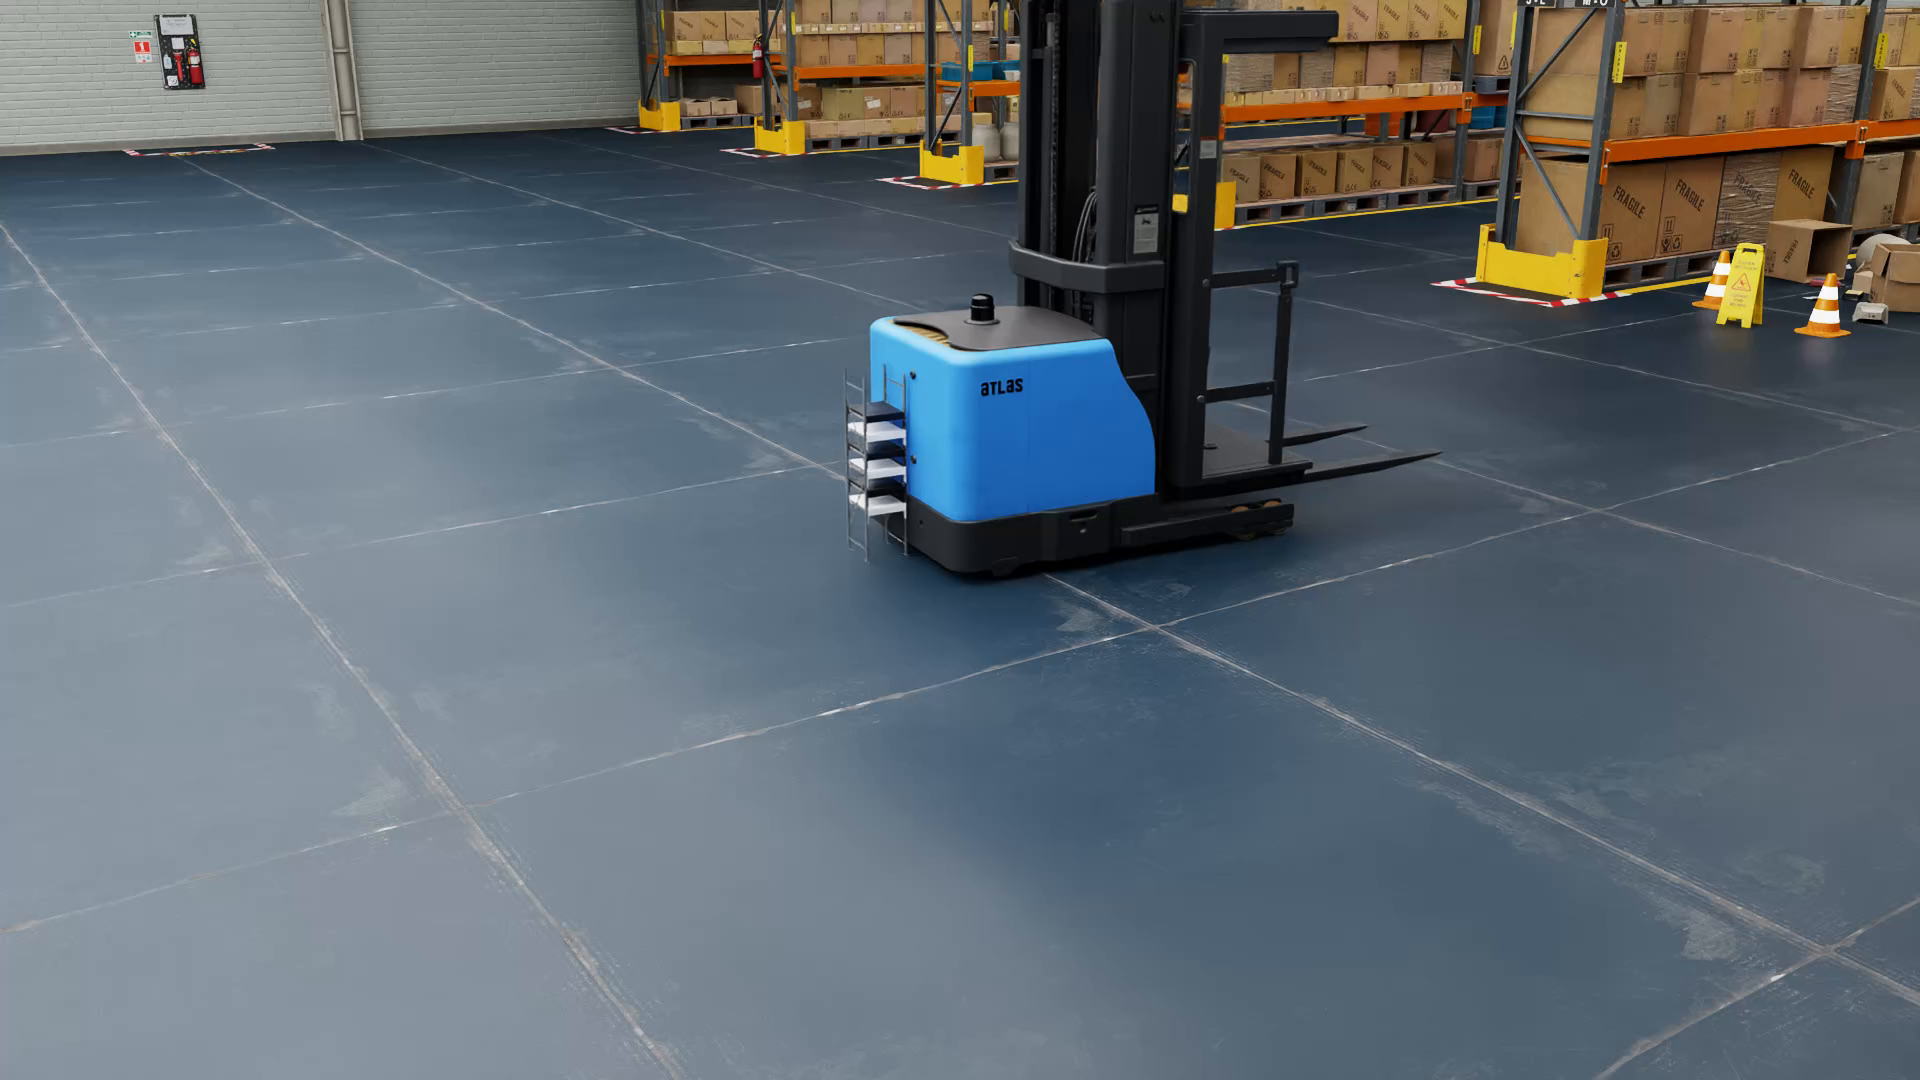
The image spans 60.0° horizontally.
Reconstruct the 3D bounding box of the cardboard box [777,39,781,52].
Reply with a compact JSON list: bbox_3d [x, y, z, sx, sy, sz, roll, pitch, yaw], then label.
[{"bbox_3d":[-3.327,-9.315,31.318,0.500,0.250,0.500,-12,22,-32],"label":"cardboard box"}]

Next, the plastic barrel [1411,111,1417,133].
[{"bbox_3d":[7.345,-7.009,27.521,0.421,0.512,0.421,0,19,0],"label":"plastic barrel"}]

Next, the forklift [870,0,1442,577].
[{"bbox_3d":[1.100,-1.528,8.189,3.031,2.935,1.130,-9,21,-25],"label":"forklift"}]

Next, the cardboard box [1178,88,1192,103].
[{"bbox_3d":[2.691,-5.027,18.822,0.250,0.149,0.380,-12,22,-31],"label":"cardboard box"}]

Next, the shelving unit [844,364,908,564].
[{"bbox_3d":[-0.400,-0.362,7.911,0.210,0.900,0.258,-9,21,-25],"label":"shelving unit"}]

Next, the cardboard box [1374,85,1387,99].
[{"bbox_3d":[4.818,-5.302,19.638,0.250,0.149,0.380,-12,22,-31],"label":"cardboard box"}]

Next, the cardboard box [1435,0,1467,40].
[{"bbox_3d":[5.682,-6.254,19.878,0.500,0.500,0.500,-12,22,-31],"label":"cardboard box"}]

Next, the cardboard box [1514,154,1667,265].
[{"bbox_3d":[5.740,-3.025,15.172,0.875,0.875,0.875,-12,22,-31],"label":"cardboard box"}]

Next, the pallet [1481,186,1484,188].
[{"bbox_3d":[7.576,-4.778,22.047,1.213,0.211,1.003,-12,22,-31],"label":"pallet"}]

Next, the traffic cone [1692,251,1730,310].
[{"bbox_3d":[6.434,-2.208,14.053,0.334,0.463,0.336,-12,22,-31],"label":"traffic cone"}]

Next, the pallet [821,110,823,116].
[{"bbox_3d":[-2.807,-8.271,32.380,1.213,0.211,1.003,-12,22,-31],"label":"pallet"}]

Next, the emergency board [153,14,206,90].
[{"bbox_3d":[-12.594,-7.888,26.893,0.643,1.169,0.194,-12,22,-31],"label":"emergency board"}]

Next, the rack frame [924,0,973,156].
[{"bbox_3d":[-0.158,-6.365,22.389,0.127,3.000,1.000,-12,22,-31],"label":"rack frame"}]

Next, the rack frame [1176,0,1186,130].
[{"bbox_3d":[3.802,-9.100,30.478,0.127,3.000,1.000,-12,22,-31],"label":"rack frame"}]

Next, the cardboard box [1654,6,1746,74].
[{"bbox_3d":[6.492,-4.517,15.003,0.550,0.550,0.875,-12,22,-31],"label":"cardboard box"}]

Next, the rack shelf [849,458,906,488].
[{"bbox_3d":[-0.400,-0.331,7.922,0.200,0.077,0.258,-9,21,-25],"label":"rack shelf"}]

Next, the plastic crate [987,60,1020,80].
[{"bbox_3d":[0.641,-6.576,23.244,0.408,0.251,0.499,-12,22,-31],"label":"plastic crate"}]

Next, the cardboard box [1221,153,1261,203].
[{"bbox_3d":[3.097,-4.161,19.115,0.500,0.500,0.500,-8,20,-21],"label":"cardboard box"}]

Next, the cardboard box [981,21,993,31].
[{"bbox_3d":[0.352,-8.645,27.963,0.250,0.149,0.380,-12,22,-31],"label":"cardboard box"}]

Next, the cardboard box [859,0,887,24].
[{"bbox_3d":[-1.581,-8.624,26.888,0.500,0.500,0.700,-12,22,-31],"label":"cardboard box"}]

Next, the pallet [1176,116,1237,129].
[{"bbox_3d":[4.447,-7.900,31.284,1.213,0.211,1.003,-12,22,-31],"label":"pallet"}]

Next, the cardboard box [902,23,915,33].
[{"bbox_3d":[-0.929,-8.374,27.162,0.250,0.149,0.380,-11,22,-30],"label":"cardboard box"}]

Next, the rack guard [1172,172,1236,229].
[{"bbox_3d":[2.629,-3.870,18.910,0.348,0.500,1.175,-12,22,-31],"label":"rack guard"}]

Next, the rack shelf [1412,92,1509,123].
[{"bbox_3d":[7.577,-5.756,21.711,4.000,0.370,1.077,-12,22,-31],"label":"rack shelf"}]

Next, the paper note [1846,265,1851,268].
[{"bbox_3d":[8.487,-2.633,15.986,0.147,0.020,0.142,5,19,16],"label":"paper note"}]

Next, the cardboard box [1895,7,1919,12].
[{"bbox_3d":[14.962,-8.183,26.366,0.500,0.500,0.500,-13,22,-33],"label":"cardboard box"}]

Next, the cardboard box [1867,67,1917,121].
[{"bbox_3d":[9.137,-4.468,16.622,0.500,0.500,0.500,-12,22,-31],"label":"cardboard box"}]

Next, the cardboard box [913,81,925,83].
[{"bbox_3d":[-0.511,-7.559,28.386,0.500,0.500,0.500,-12,22,-31],"label":"cardboard box"}]

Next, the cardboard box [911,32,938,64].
[{"bbox_3d":[-0.764,-8.181,27.603,0.500,0.500,0.700,-12,22,-31],"label":"cardboard box"}]

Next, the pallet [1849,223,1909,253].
[{"bbox_3d":[9.153,-3.235,17.485,1.213,0.211,1.003,-12,22,-31],"label":"pallet"}]

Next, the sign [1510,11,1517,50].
[{"bbox_3d":[4.923,-4.504,14.706,0.005,0.325,0.100,-12,22,-31],"label":"sign"}]

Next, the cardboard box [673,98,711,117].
[{"bbox_3d":[-4.979,-8.048,30.877,0.500,0.311,0.500,-15,24,-37],"label":"cardboard box"}]

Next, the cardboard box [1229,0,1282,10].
[{"bbox_3d":[3.175,-5.726,18.317,0.500,0.500,0.500,-12,22,-31],"label":"cardboard box"}]

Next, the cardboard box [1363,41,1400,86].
[{"bbox_3d":[4.698,-5.677,19.732,0.500,0.500,0.875,-12,22,-31],"label":"cardboard box"}]

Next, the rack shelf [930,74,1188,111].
[{"bbox_3d":[1.512,-6.377,23.546,4.000,0.370,1.077,-12,22,-31],"label":"rack shelf"}]

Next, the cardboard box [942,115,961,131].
[{"bbox_3d":[-0.229,-7.066,28.100,0.500,0.250,0.500,-12,22,-31],"label":"cardboard box"}]

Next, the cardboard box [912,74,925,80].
[{"bbox_3d":[-0.862,-9.404,33.424,0.500,0.250,0.500,-13,22,-33],"label":"cardboard box"}]

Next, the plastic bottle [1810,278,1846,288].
[{"bbox_3d":[7.829,-2.311,14.984,0.283,0.061,0.133,13,23,34],"label":"plastic bottle"}]

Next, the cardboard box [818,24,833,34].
[{"bbox_3d":[-2.214,-8.104,26.364,0.250,0.149,0.380,-13,22,-33],"label":"cardboard box"}]

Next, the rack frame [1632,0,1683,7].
[{"bbox_3d":[9.247,-6.449,22.638,0.127,3.000,1.000,-12,22,-31],"label":"rack frame"}]

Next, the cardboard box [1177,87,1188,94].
[{"bbox_3d":[4.340,-8.128,30.819,0.500,0.500,0.500,-11,22,-29],"label":"cardboard box"}]

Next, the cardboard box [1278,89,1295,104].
[{"bbox_3d":[3.569,-5.036,18.850,0.250,0.149,0.380,-12,22,-31],"label":"cardboard box"}]

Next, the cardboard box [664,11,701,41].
[{"bbox_3d":[-5.043,-9.312,30.139,0.500,0.500,0.500,-12,22,-31],"label":"cardboard box"}]

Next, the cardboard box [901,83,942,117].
[{"bbox_3d":[-0.645,-7.333,27.718,0.500,0.500,0.500,-12,22,-31],"label":"cardboard box"}]

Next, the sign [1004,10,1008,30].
[{"bbox_3d":[0.768,-8.695,27.804,0.005,0.325,0.100,-12,22,-31],"label":"sign"}]

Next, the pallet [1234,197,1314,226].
[{"bbox_3d":[3.327,-3.866,19.352,1.213,0.211,1.003,-12,22,-31],"label":"pallet"}]

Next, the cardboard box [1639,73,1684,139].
[{"bbox_3d":[5.942,-3.947,15.002,0.550,0.550,0.875,-12,22,-31],"label":"cardboard box"}]
